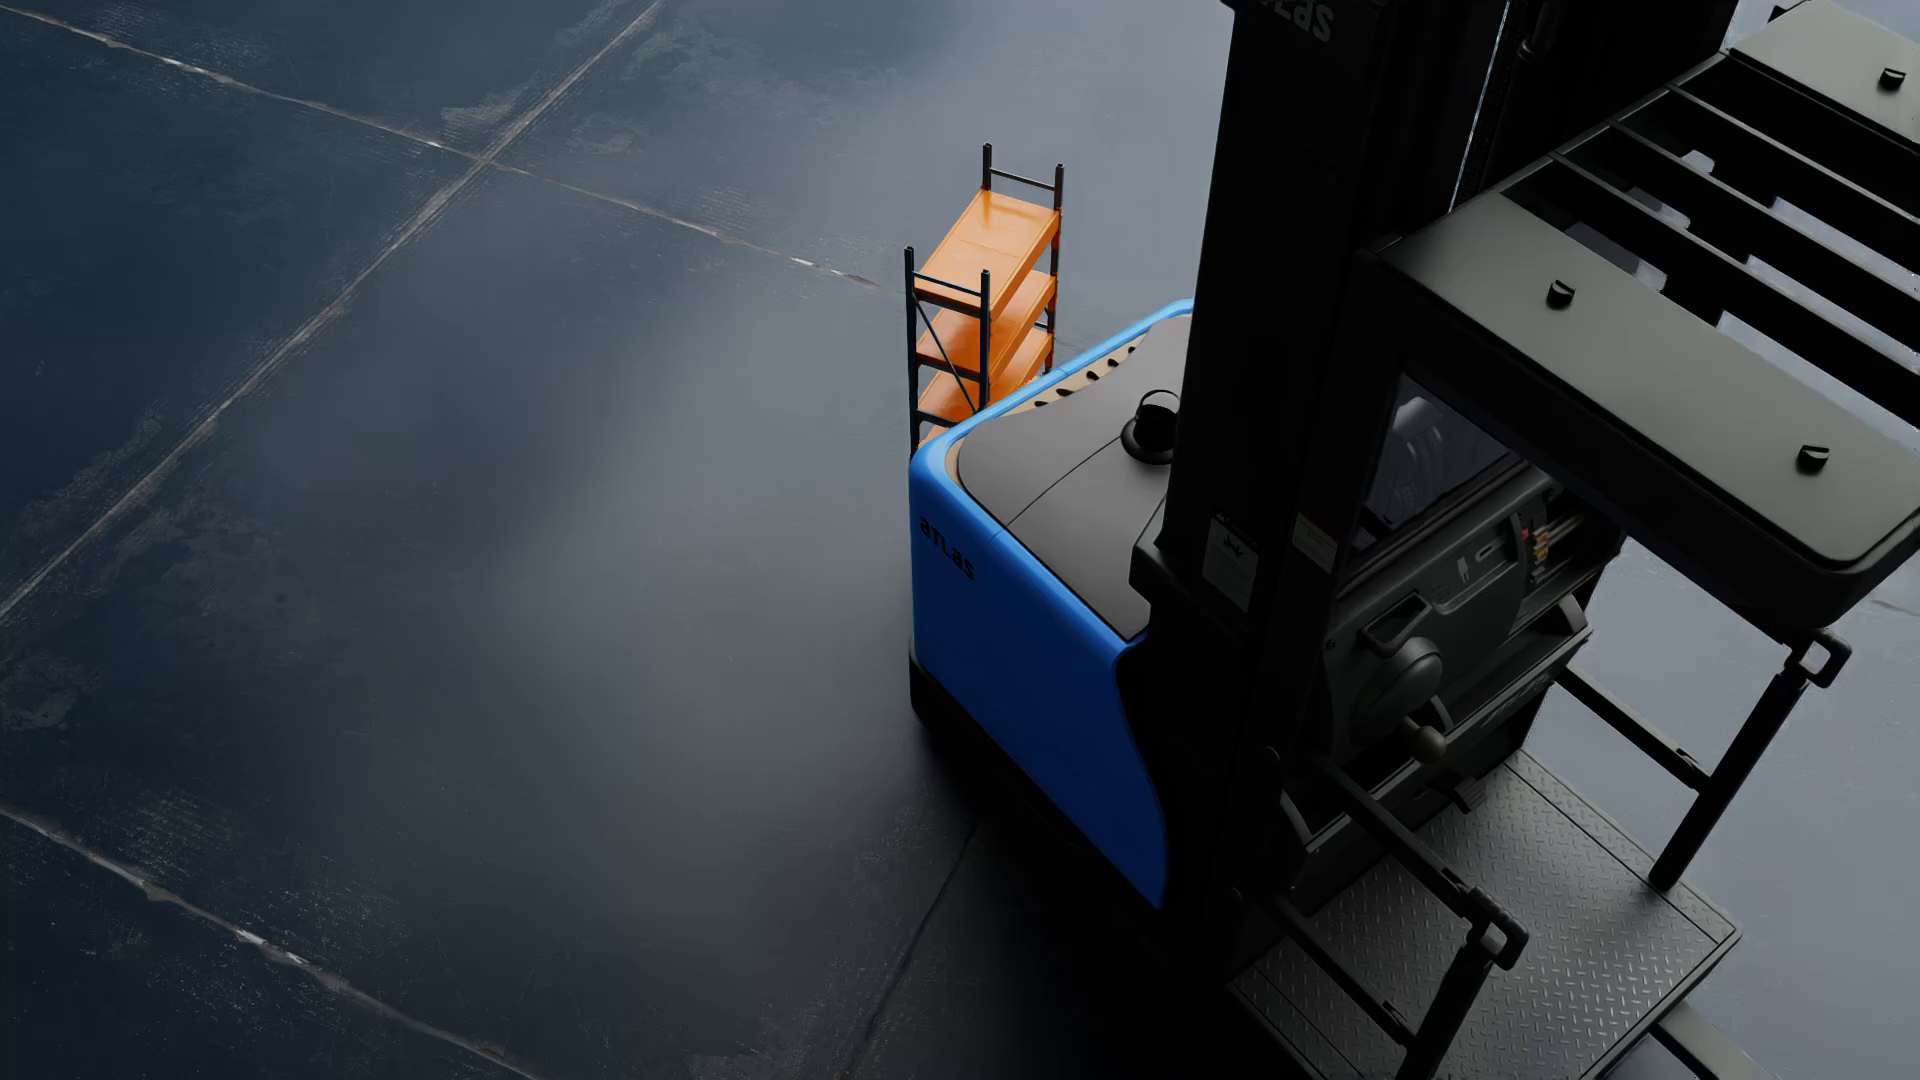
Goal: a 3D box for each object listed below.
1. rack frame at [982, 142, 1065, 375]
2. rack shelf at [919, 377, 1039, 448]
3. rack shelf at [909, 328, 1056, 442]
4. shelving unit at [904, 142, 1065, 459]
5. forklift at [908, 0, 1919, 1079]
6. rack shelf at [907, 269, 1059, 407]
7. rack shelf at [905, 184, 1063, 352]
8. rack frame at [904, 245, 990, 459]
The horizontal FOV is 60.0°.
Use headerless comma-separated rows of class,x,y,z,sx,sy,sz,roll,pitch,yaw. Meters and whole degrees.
rack frame,0.175,-0.671,5.033,0.240,1.200,0.015,20,52,16
rack shelf,0.071,-0.331,5.092,0.258,0.148,0.480,20,52,16
rack shelf,0.071,-0.459,4.941,0.258,0.148,0.480,20,52,16
shelving unit,0.071,-0.503,4.890,0.258,1.200,0.503,20,52,16
forklift,1.167,0.189,3.164,1.130,2.935,3.031,-31,56,-24
rack shelf,0.071,-0.604,4.771,0.258,0.148,0.480,20,52,16
rack shelf,0.071,-0.757,4.591,0.258,0.148,0.480,20,52,16
rack frame,-0.033,-0.335,4.747,0.240,1.200,0.015,20,52,16
